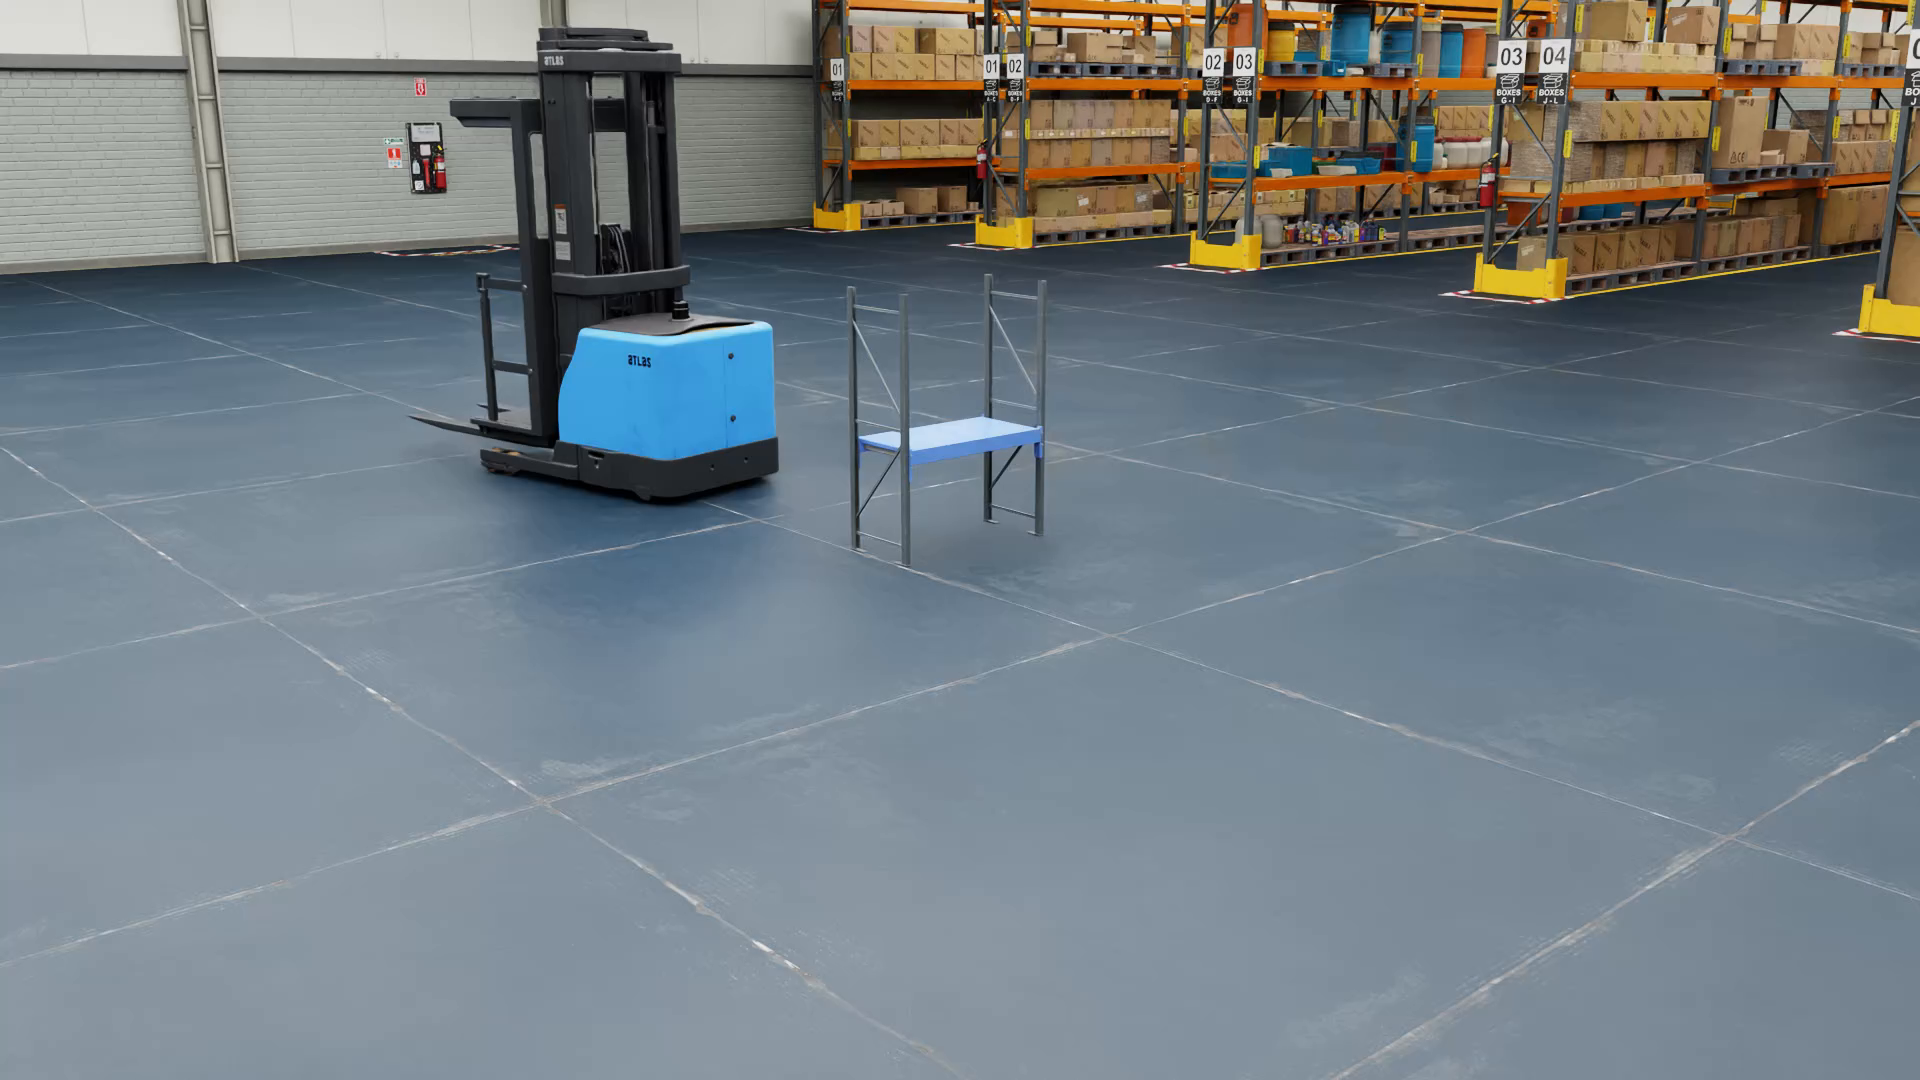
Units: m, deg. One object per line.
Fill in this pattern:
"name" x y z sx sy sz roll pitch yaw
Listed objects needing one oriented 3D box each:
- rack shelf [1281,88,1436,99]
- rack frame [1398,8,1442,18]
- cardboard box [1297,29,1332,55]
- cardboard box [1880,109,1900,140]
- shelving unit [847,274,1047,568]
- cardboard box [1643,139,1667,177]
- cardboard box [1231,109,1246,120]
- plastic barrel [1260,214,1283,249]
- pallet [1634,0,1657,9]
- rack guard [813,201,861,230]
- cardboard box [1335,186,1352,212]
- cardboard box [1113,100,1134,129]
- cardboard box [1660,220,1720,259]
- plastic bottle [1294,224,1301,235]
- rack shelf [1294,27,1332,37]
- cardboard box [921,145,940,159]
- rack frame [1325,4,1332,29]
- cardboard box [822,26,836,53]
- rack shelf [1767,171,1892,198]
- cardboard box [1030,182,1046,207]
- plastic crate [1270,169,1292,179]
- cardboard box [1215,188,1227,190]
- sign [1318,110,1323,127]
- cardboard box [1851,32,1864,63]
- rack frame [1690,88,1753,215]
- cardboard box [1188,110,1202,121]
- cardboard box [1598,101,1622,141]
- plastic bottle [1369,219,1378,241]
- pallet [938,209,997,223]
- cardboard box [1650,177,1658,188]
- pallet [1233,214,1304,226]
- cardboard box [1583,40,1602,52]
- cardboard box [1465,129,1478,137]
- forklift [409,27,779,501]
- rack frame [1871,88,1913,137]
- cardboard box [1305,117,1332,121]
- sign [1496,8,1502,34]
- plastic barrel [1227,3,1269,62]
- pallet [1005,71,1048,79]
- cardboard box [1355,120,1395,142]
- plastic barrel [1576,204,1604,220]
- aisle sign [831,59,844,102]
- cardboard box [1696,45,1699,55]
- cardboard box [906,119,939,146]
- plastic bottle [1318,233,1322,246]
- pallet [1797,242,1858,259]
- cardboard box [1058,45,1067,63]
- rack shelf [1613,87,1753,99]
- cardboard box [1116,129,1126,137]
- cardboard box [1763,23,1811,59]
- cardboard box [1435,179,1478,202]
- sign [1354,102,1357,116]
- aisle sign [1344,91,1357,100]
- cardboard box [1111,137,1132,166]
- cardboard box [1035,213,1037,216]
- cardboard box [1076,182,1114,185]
"rack shelf" 8.324 -9.393 34.684 4.000 0.370 1.077 -13 19 -39
"rack frame" 9.832 -11.529 35.473 0.127 3.000 1.000 -13 19 -39
"cardboard box" 7.148 -10.006 33.453 0.500 0.500 0.500 -13 19 -39
"cardboard box" 15.331 -7.010 28.044 0.637 0.503 0.797 -12 19 -39
"shelving unit" -0.064 -0.710 9.502 1.048 1.500 0.538 -13 19 -39
"cardboard box" 9.206 -5.291 22.977 0.500 0.500 0.875 -13 19 -39
"cardboard box" 6.393 -10.029 39.222 0.500 0.250 0.500 -12 19 -38
"plastic barrel" 4.853 -4.845 26.082 0.421 0.512 0.421 0 15 0
"pallet" 12.477 -10.133 31.389 1.213 0.211 1.003 -13 19 -39
"rack guard" -2.418 -6.366 32.615 0.348 0.500 1.175 -13 19 -39
"cardboard box" 7.737 -7.069 34.392 0.500 0.500 0.500 -14 20 -41
"cardboard box" 2.708 -7.703 30.068 0.500 0.500 0.700 -13 20 -39
"cardboard box" 10.775 -4.451 24.590 0.700 0.500 0.500 14 21 43
"plastic bottle" 5.439 -4.986 27.031 0.135 0.276 0.152 -13 20 -41
"rack shelf" 8.086 -12.290 40.494 4.000 0.370 1.077 -13 19 -39
"cardboard box" -0.745 -7.780 33.317 0.500 0.250 0.500 -12 19 -39
"rack frame" 9.595 -13.170 41.618 0.127 3.000 1.000 -13 19 -39
"cardboard box" -2.321 -9.675 32.177 0.500 0.500 0.500 -12 19 -37
"rack shelf" 14.824 -6.015 27.849 4.000 0.370 1.077 -13 19 -39
"cardboard box" 1.444 -7.469 35.890 0.500 0.500 0.700 -13 20 -40
"plastic crate" 4.915 -5.594 25.391 0.250 0.136 0.298 -13 19 -39
"cardboard box" 5.062 -6.803 32.833 0.500 0.311 0.500 -13 20 -40
"sign" 7.182 -8.405 33.158 0.005 0.325 0.100 -13 19 -39
"cardboard box" 14.321 -8.005 27.084 0.500 0.500 0.500 -11 19 -36
"rack frame" 16.099 -8.343 35.171 0.127 3.000 1.000 -13 19 -39
"cardboard box" 5.232 -9.771 38.257 0.500 0.250 0.500 -13 20 -40
"cardboard box" 8.255 -5.467 21.696 0.500 0.500 0.500 -13 19 -39
"plastic bottle" 6.749 -5.078 27.227 0.185 0.351 0.144 -13 20 -41
"pallet" 0.059 -6.771 34.689 1.213 0.211 1.003 -13 19 -39
"cardboard box" 9.353 -4.929 22.876 0.250 0.149 0.380 -13 19 -39
"pallet" 6.168 -6.474 33.576 1.213 0.211 1.003 -13 19 -39
"cardboard box" 7.898 -6.264 21.095 0.250 0.149 0.380 -12 19 -38
"cardboard box" 11.159 -8.884 37.001 0.500 0.500 0.500 -13 20 -40
"forklift" -2.695 -1.950 11.371 3.031 2.935 1.130 11 19 36
"rack frame" 16.332 -6.701 29.025 0.127 3.000 1.000 -13 19 -39
"cardboard box" 8.675 -10.203 41.553 0.700 0.700 0.980 -13 20 -40
"sign" 6.931 -6.657 21.330 0.005 0.325 0.100 -13 19 -39
"plastic barrel" 4.312 -7.599 24.928 0.708 0.830 0.600 -13 19 -39
"pallet" 1.078 -9.681 34.732 1.003 0.211 1.213 -13 19 -39
"cardboard box" 8.851 -8.716 35.560 0.500 0.500 0.700 -9 17 -31
"plastic barrel" 12.125 -6.646 32.069 0.708 0.901 0.600 -13 19 -39
"aisle sign" -2.332 -8.747 31.645 0.004 0.787 0.394 -13 19 -39
"cardboard box" 9.980 -6.776 23.012 0.250 0.149 0.380 -12 19 -39
"cardboard box" -0.763 -8.141 33.214 0.500 0.500 0.500 -12 19 -38
"plastic bottle" 5.679 -4.757 26.317 0.097 0.201 0.097 0 15 0
"pallet" 13.959 -4.795 27.293 1.213 0.211 1.003 -13 19 -39
"cardboard box" 1.895 -8.615 29.464 0.500 0.311 0.500 -10 18 -33
"rack shelf" 14.590 -9.106 33.609 4.000 0.370 1.077 -13 19 -39
"cardboard box" 2.774 -7.334 29.944 0.250 0.149 0.380 -12 19 -38
"cardboard box" 12.356 -7.463 24.902 0.500 0.500 0.500 -12 19 -38
"cardboard box" 11.246 -7.956 37.708 0.637 0.503 0.797 -13 19 -39
"sign" 9.941 -10.837 41.807 0.005 0.325 0.100 -13 19 -39
"aisle sign" 9.846 -11.481 41.883 0.004 0.787 0.394 -13 19 -39
"cardboard box" 2.692 -7.072 30.220 0.500 0.500 0.700 -12 19 -39
"cardboard box" 1.360 -5.707 29.818 0.500 0.250 0.500 -13 19 -39
"cardboard box" 2.488 -6.325 30.677 0.500 0.500 0.500 -13 19 -39
